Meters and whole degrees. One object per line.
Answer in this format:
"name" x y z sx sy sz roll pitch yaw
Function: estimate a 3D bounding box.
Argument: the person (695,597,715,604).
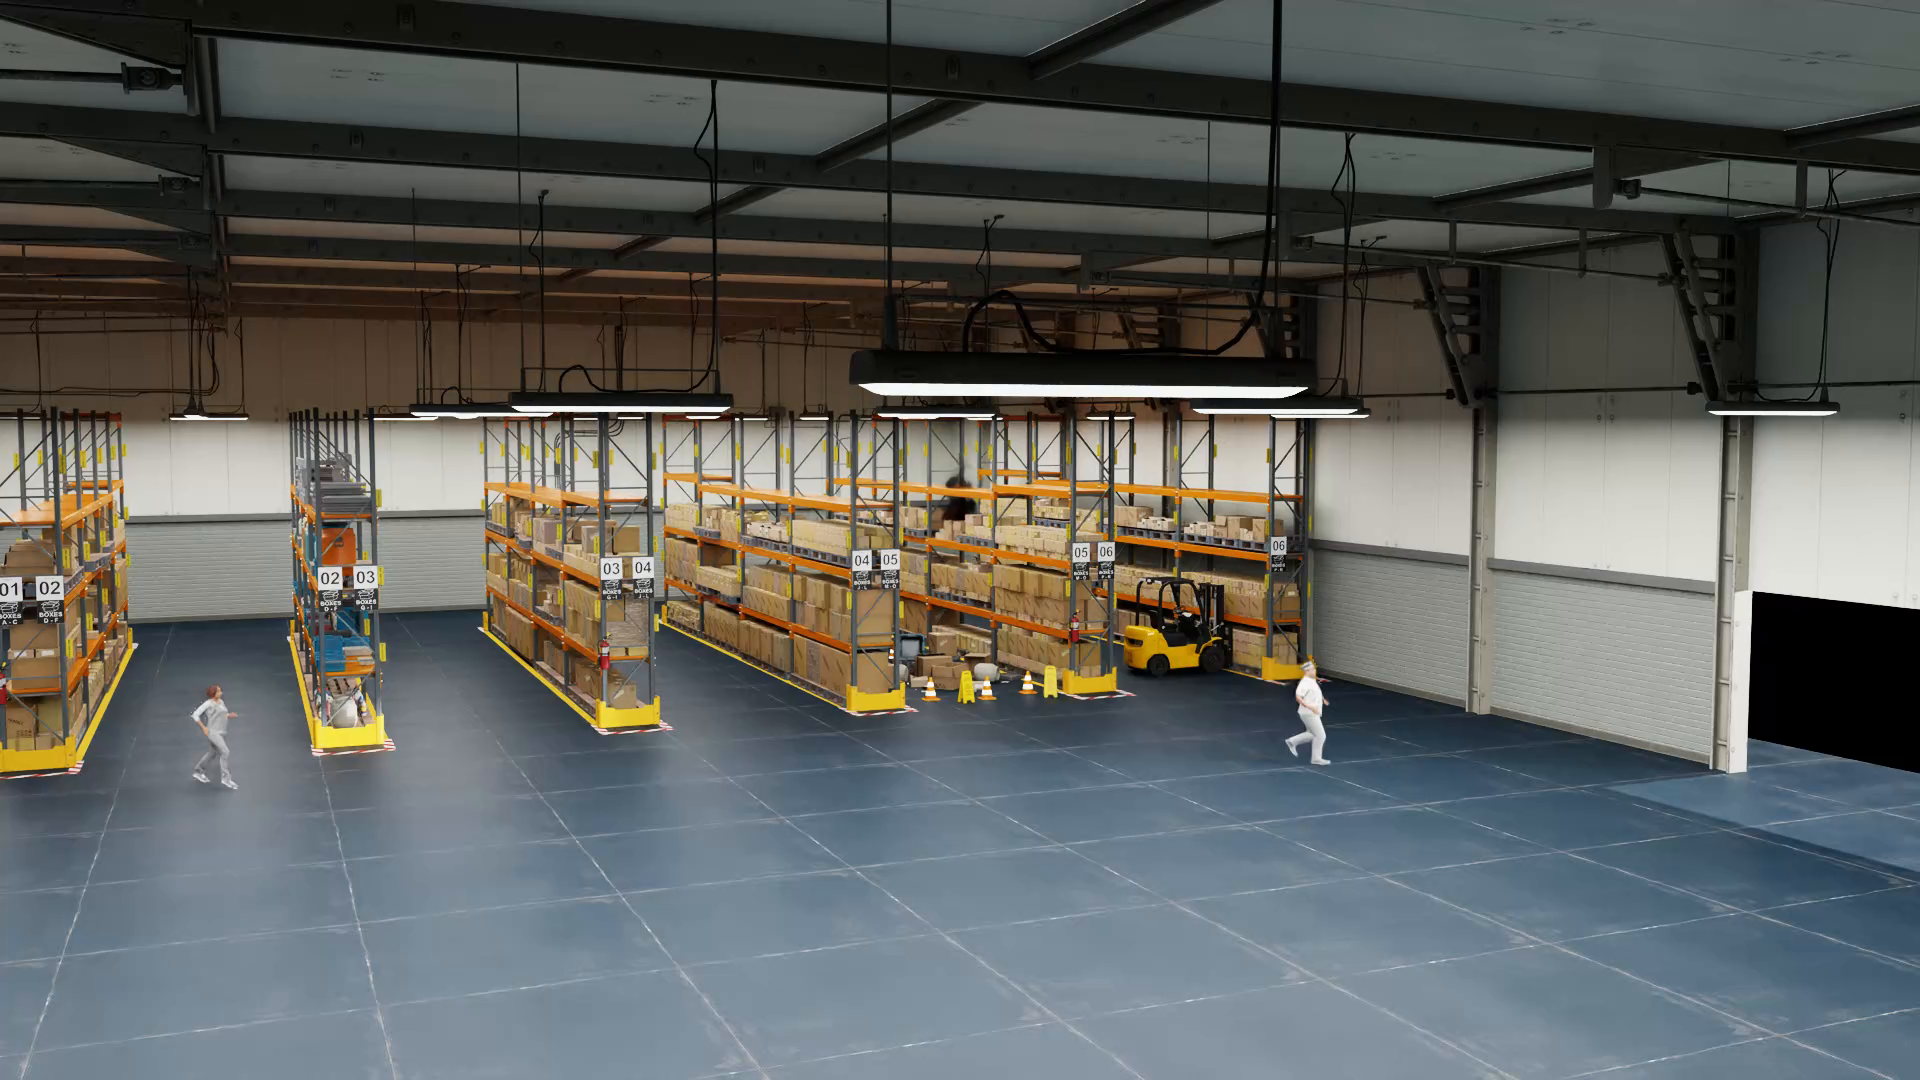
"person" -7.673 1.433 49.473 0.887 1.627 0.630 2 5 29

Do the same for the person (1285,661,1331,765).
"person" 5.852 2.893 27.962 0.779 1.736 0.672 1 4 20

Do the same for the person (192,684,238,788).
"person" -11.719 3.079 26.128 0.755 1.634 0.515 0 4 0
